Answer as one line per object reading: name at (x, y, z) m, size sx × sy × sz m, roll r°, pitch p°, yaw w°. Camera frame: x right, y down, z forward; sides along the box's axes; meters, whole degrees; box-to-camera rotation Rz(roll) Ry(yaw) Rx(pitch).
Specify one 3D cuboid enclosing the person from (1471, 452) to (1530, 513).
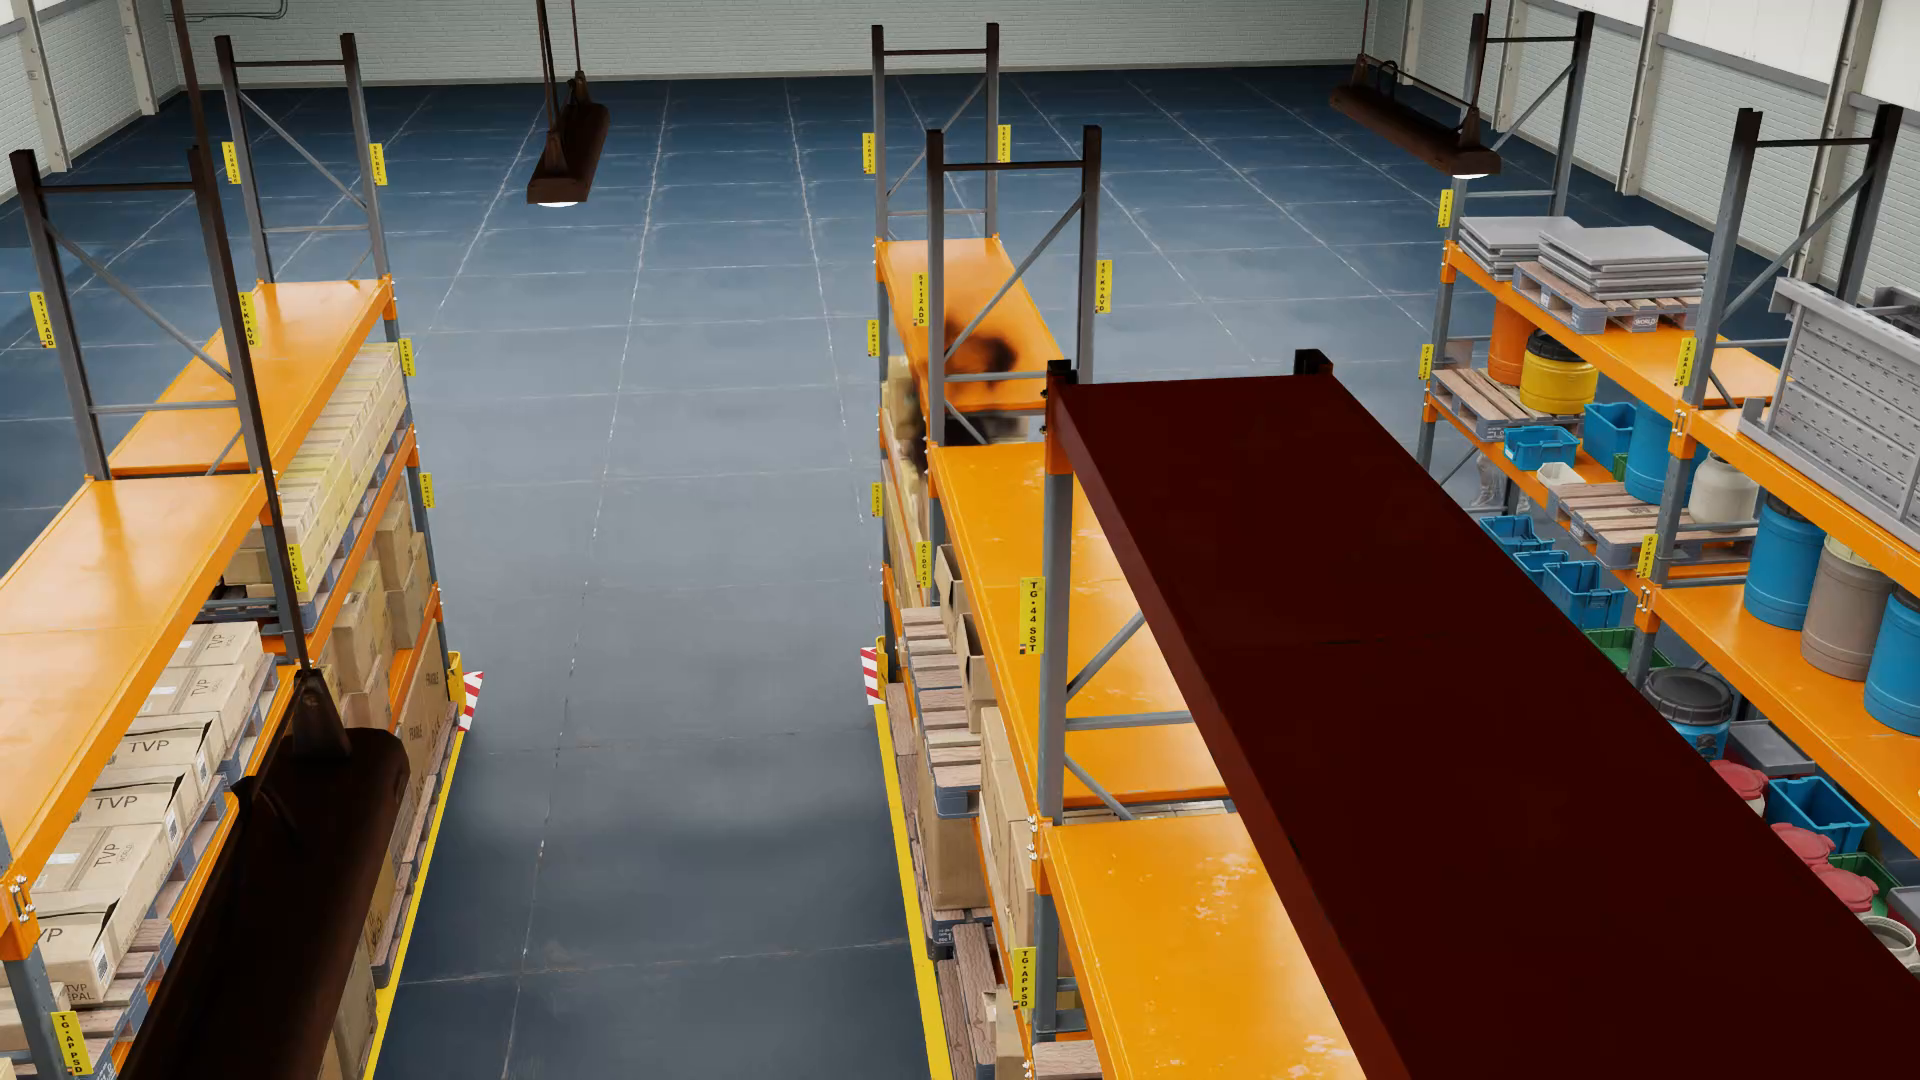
person at (6.171, -1.089, 18.834) m, size 0.725 × 1.749 × 0.578 m, roll 8°, pitch 27°, yaw 16°

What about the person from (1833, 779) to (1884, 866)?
person at (7.033, 1.701, 12.896) m, size 0.670 × 1.834 × 0.809 m, roll -10°, pitch 27°, yaw -20°
